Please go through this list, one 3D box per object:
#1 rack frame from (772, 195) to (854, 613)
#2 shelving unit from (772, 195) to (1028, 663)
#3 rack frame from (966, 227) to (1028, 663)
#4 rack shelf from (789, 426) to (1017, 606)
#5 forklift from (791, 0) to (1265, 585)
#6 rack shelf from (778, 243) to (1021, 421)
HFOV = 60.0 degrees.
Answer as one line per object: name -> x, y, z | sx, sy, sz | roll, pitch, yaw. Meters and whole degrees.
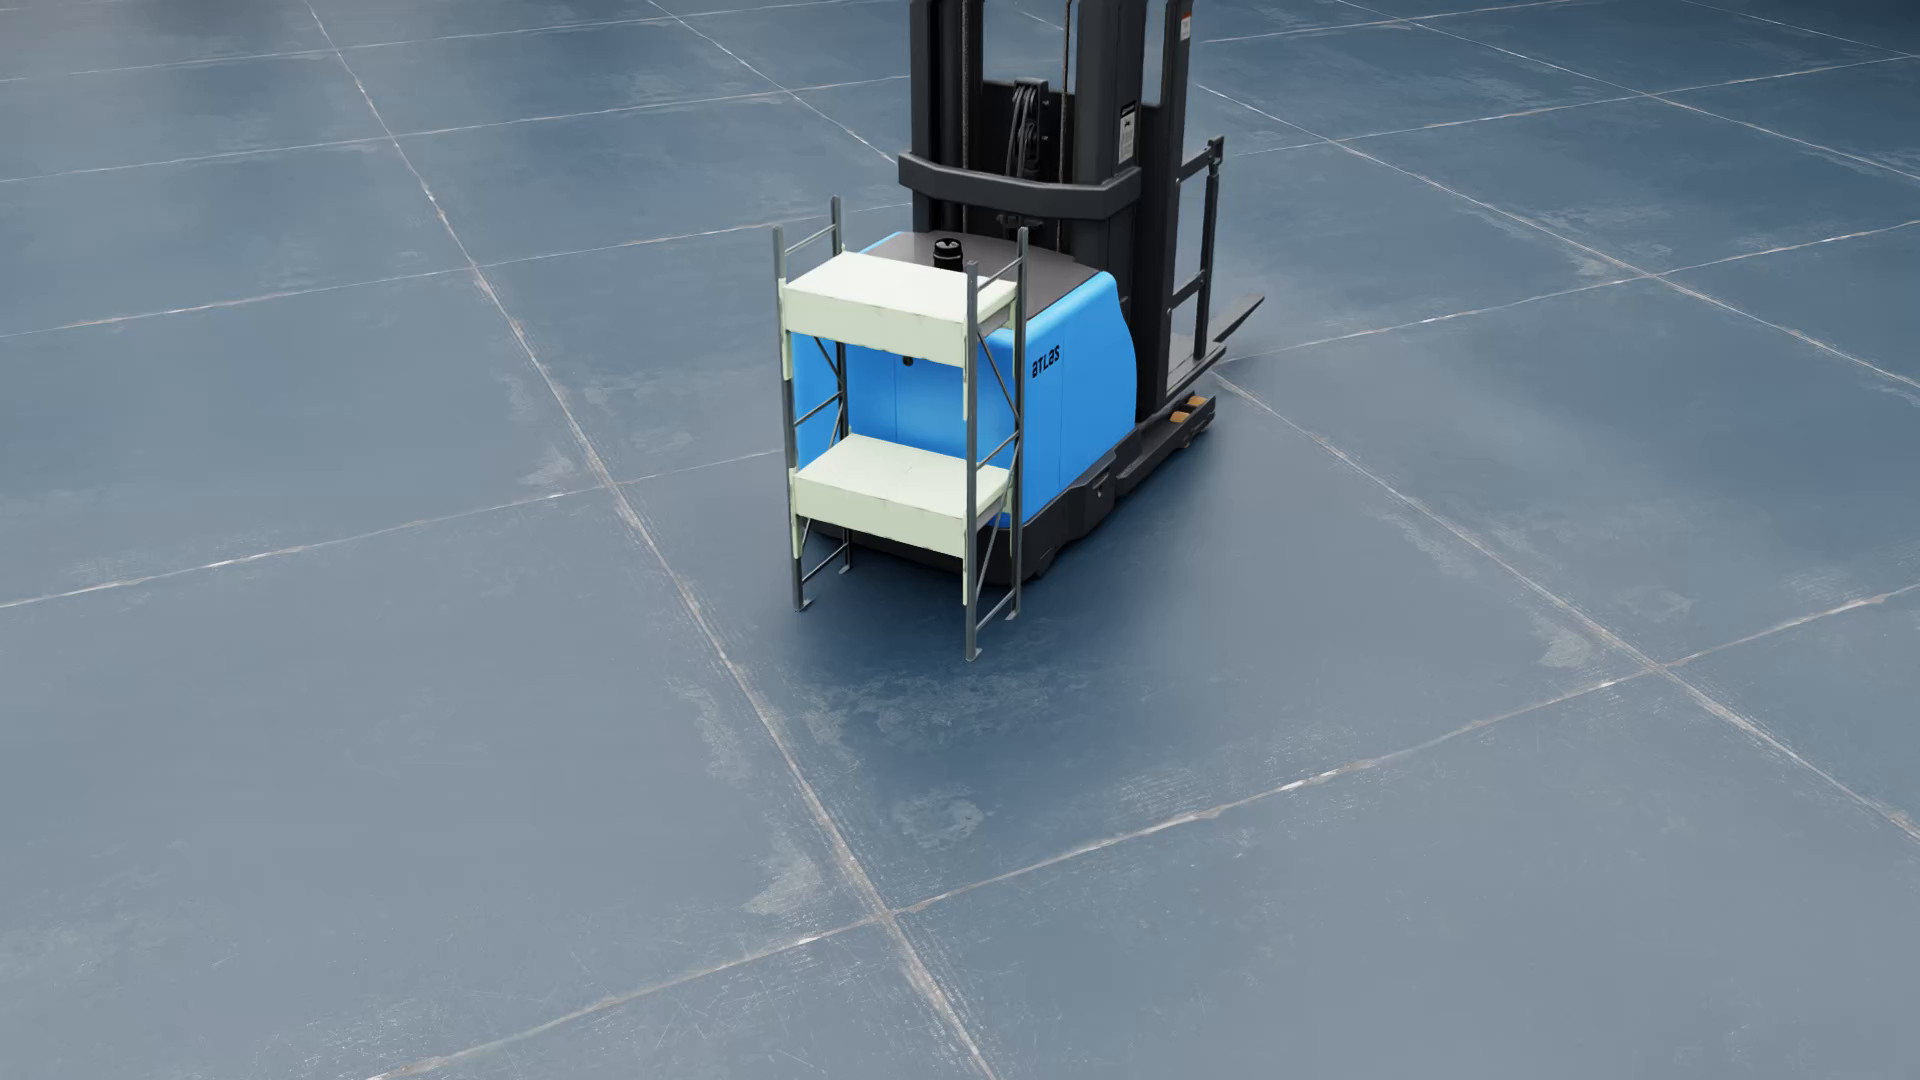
rack frame -> -0.523, -0.469, 6.052 | 0.023, 1.500, 0.400 | 15, 32, 24
shelving unit -> -0.199, -0.385, 5.903 | 0.755, 1.500, 0.431 | 15, 32, 24
rack frame -> 0.124, -0.301, 5.754 | 0.023, 1.500, 0.400 | 15, 32, 24
rack shelf -> -0.199, -0.101, 6.063 | 0.720, 0.370, 0.431 | 15, 32, 24
forklift -> 0.517, -1.794, 6.953 | 1.130, 2.935, 3.031 | 16, 33, 26
rack shelf -> -0.199, -0.725, 5.712 | 0.720, 0.370, 0.431 | 15, 32, 24
